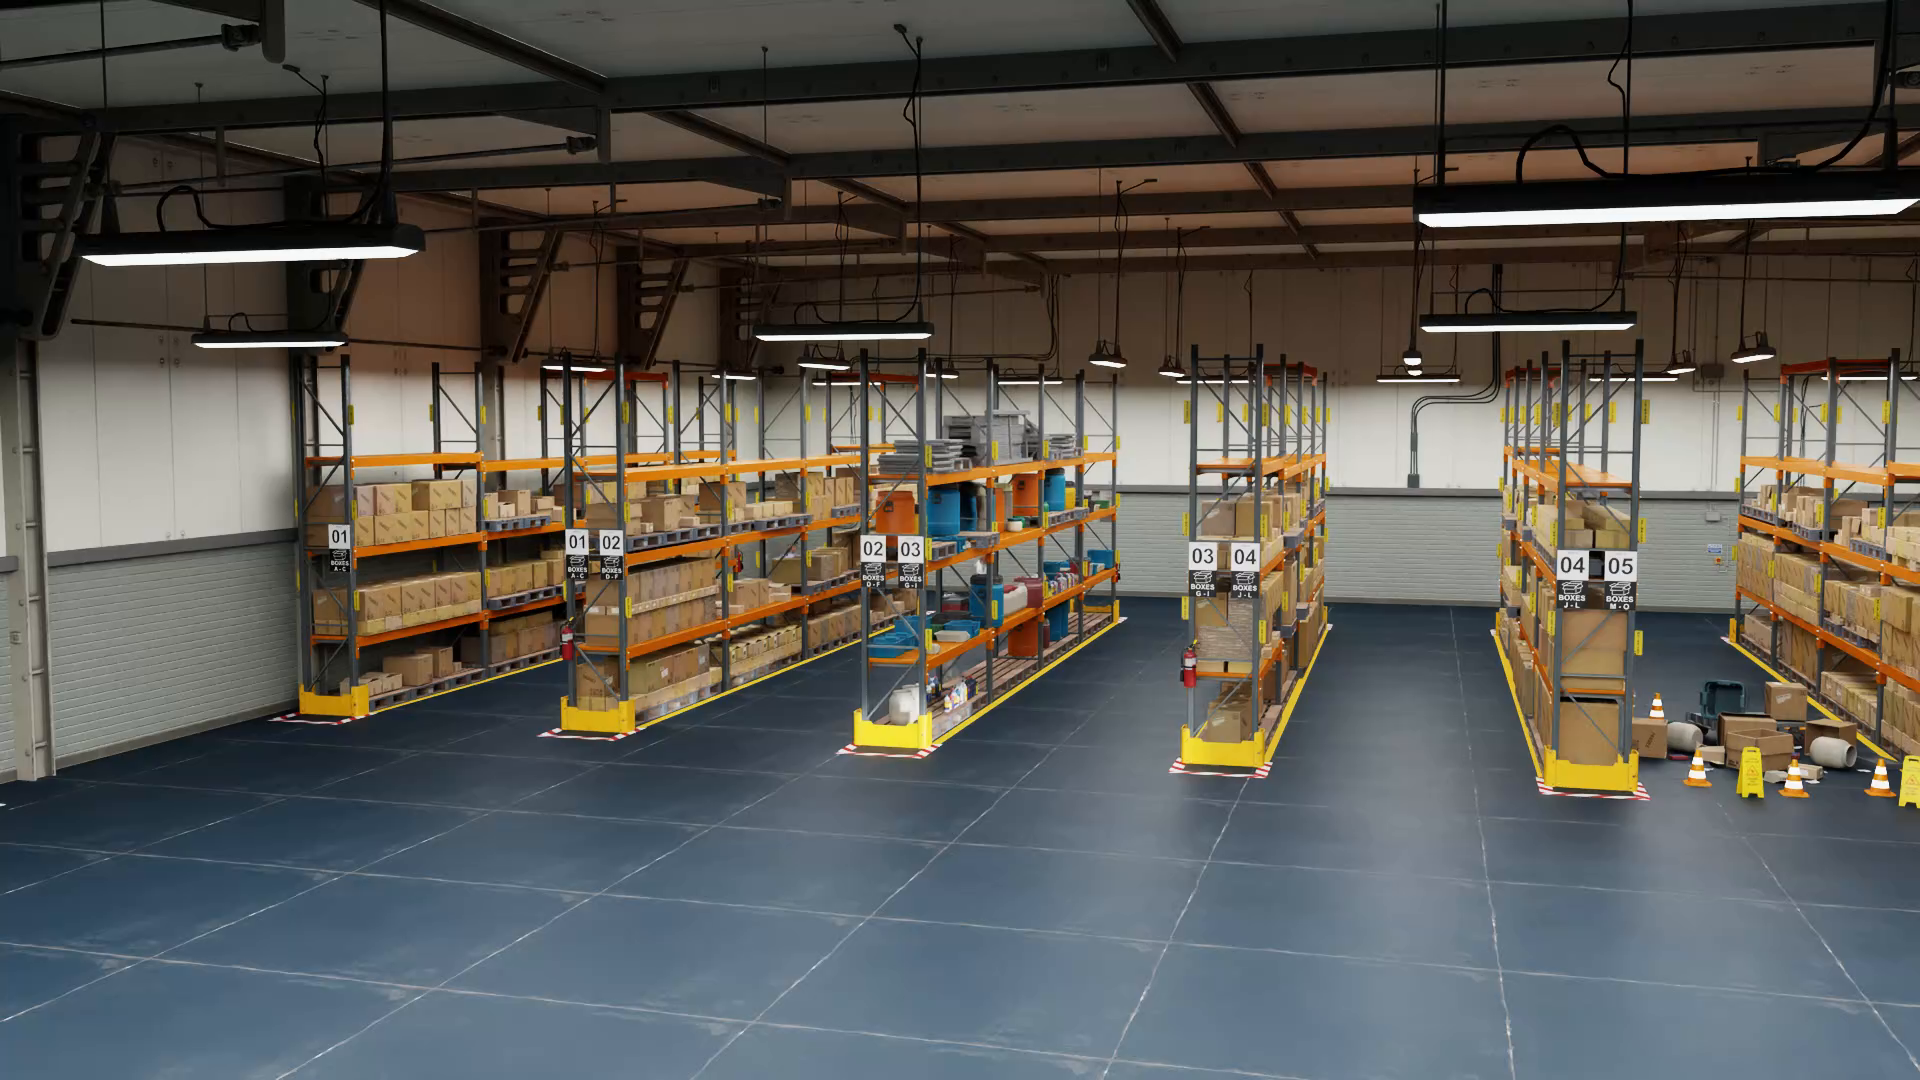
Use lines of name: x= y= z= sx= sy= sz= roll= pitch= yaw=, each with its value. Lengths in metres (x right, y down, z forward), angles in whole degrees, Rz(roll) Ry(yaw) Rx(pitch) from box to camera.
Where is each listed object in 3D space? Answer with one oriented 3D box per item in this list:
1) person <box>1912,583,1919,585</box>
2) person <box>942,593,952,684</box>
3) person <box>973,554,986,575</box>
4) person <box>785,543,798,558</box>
person: x=19.330 y=1.635 z=33.805 sx=0.364 sy=1.688 sz=0.528 roll=2 pitch=5 yaw=25
person: x=-0.279 y=1.802 z=30.366 sx=0.386 sy=1.668 sz=0.600 roll=-1 pitch=4 yaw=-15
person: x=0.596 y=1.086 z=40.727 sx=0.595 sy=1.733 sz=1.018 roll=1 pitch=4 yaw=14
person: x=-4.392 y=0.926 z=43.616 sx=0.555 sy=1.701 sz=0.633 roll=3 pitch=5 yaw=33
